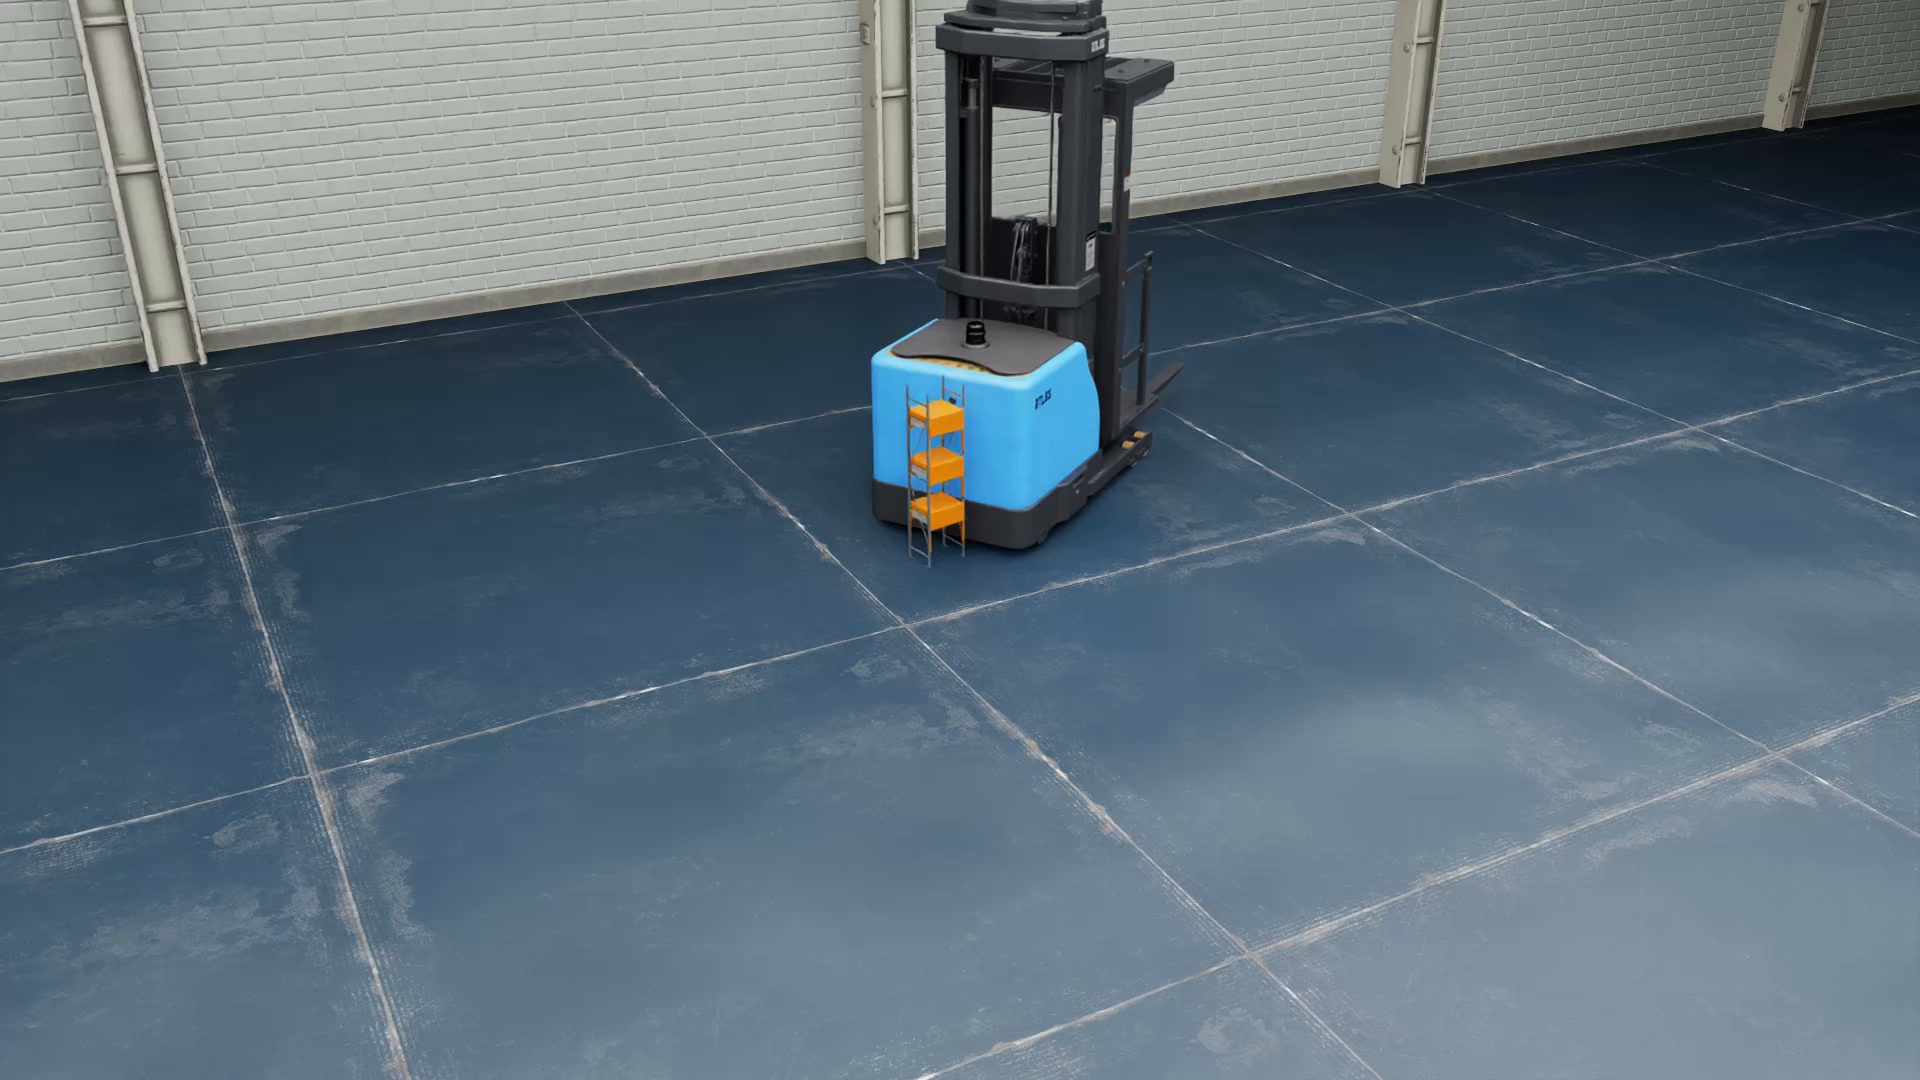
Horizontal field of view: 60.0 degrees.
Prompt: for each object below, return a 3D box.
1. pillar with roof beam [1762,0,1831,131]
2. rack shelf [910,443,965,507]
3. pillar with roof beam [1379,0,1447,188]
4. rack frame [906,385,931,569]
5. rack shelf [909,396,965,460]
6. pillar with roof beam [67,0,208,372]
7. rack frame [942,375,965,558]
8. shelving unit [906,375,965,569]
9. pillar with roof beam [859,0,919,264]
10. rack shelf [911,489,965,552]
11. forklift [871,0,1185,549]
[{"bbox_3d":[11.998,-7.426,14.819,0.400,9.000,9.100,-13,29,-25],"label":"pillar with roof beam"},{"bbox_3d":[-0.134,-0.364,9.320,0.240,0.259,0.215,-19,31,-34],"label":"rack shelf"},{"bbox_3d":[6.704,-6.204,12.274,0.400,9.000,9.100,-13,29,-25],"label":"pillar with roof beam"},{"bbox_3d":[-0.231,-0.341,9.248,0.008,1.050,0.200,-19,31,-34],"label":"rack frame"},{"bbox_3d":[-0.134,-0.620,9.197,0.240,0.259,0.215,-19,31,-34],"label":"rack shelf"},{"bbox_3d":[-3.884,-3.760,7.183,0.400,9.000,9.100,-13,29,-25],"label":"pillar with roof beam"},{"bbox_3d":[-0.038,-0.406,9.383,0.008,1.050,0.200,-19,31,-34],"label":"rack frame"},{"bbox_3d":[-0.134,-0.374,9.316,0.252,1.050,0.215,-19,31,-34],"label":"shelving unit"},{"bbox_3d":[1.410,-4.982,9.729,0.400,9.000,9.100,-13,29,-25],"label":"pillar with roof beam"},{"bbox_3d":[-0.134,-0.114,9.441,0.240,0.259,0.215,-19,31,-34],"label":"rack shelf"},{"bbox_3d":[0.608,-1.874,10.267,1.130,2.935,3.031,13,28,25],"label":"forklift"}]
